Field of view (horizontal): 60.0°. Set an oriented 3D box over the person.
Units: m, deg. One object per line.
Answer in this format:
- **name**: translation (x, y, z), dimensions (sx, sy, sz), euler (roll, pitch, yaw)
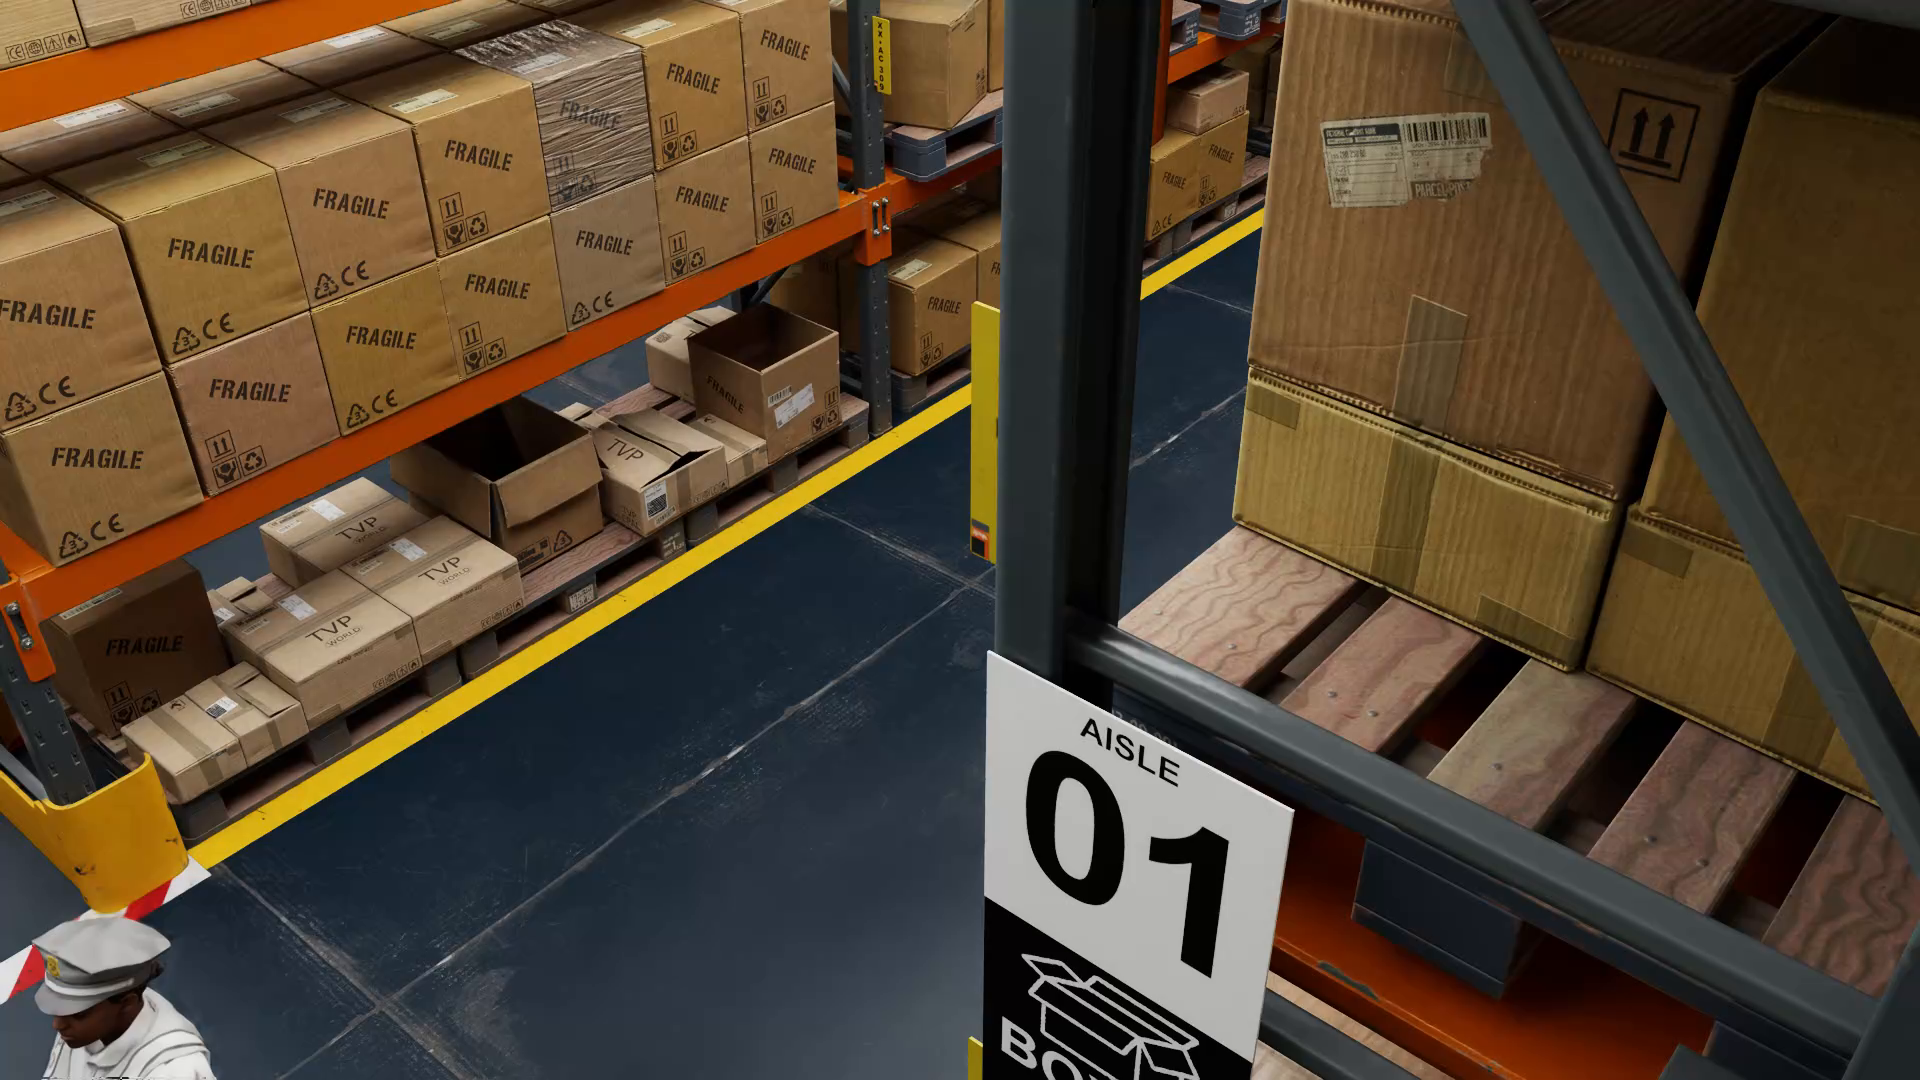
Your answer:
- **person**: translation (-1.893, 1.518, 3.957), dimensions (0.444, 1.647, 0.951), euler (26, 43, 32)
